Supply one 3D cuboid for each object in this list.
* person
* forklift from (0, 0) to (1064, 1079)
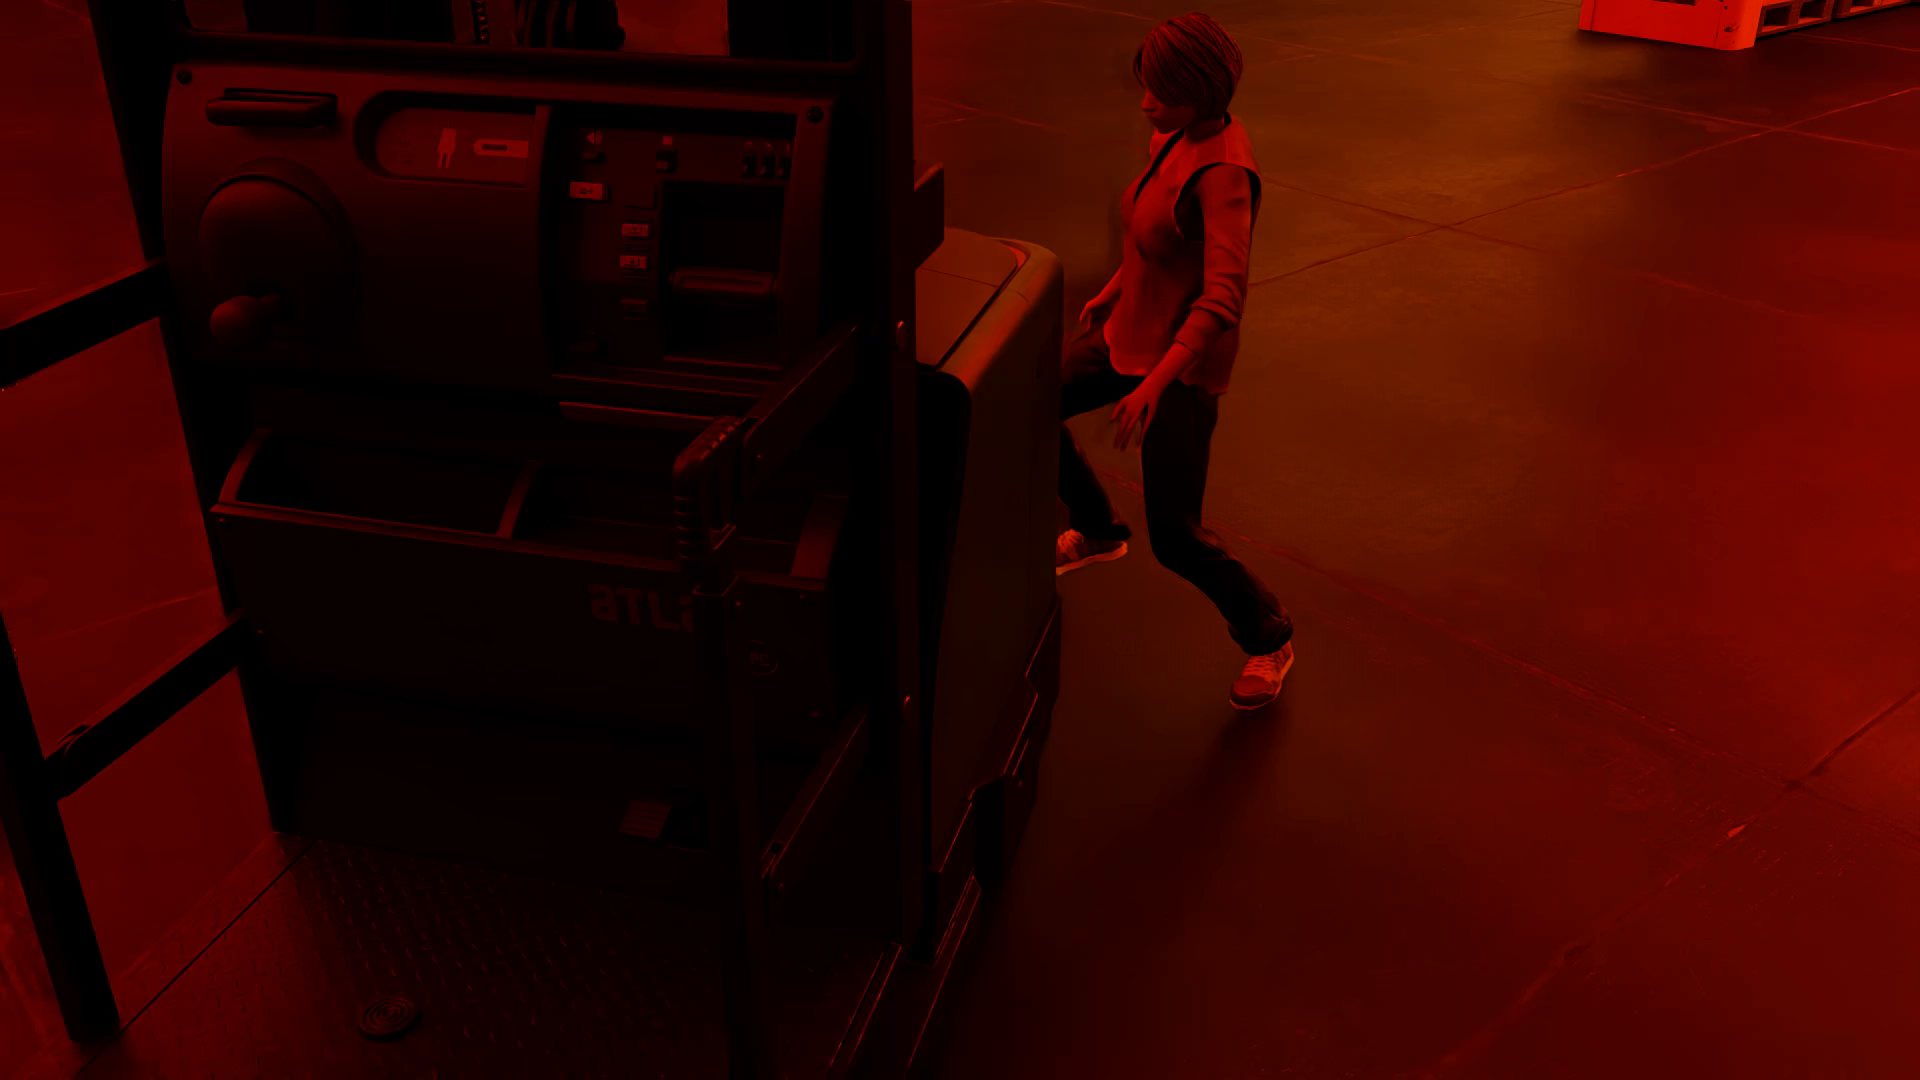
[{"bbox_3d":[0.449,-0.403,3.692,0.613,1.483,0.814,-4,27,-9],"label":"person"},{"bbox_3d":[-0.659,-0.365,1.938,1.130,2.935,3.031,7,27,14],"label":"forklift"}]
